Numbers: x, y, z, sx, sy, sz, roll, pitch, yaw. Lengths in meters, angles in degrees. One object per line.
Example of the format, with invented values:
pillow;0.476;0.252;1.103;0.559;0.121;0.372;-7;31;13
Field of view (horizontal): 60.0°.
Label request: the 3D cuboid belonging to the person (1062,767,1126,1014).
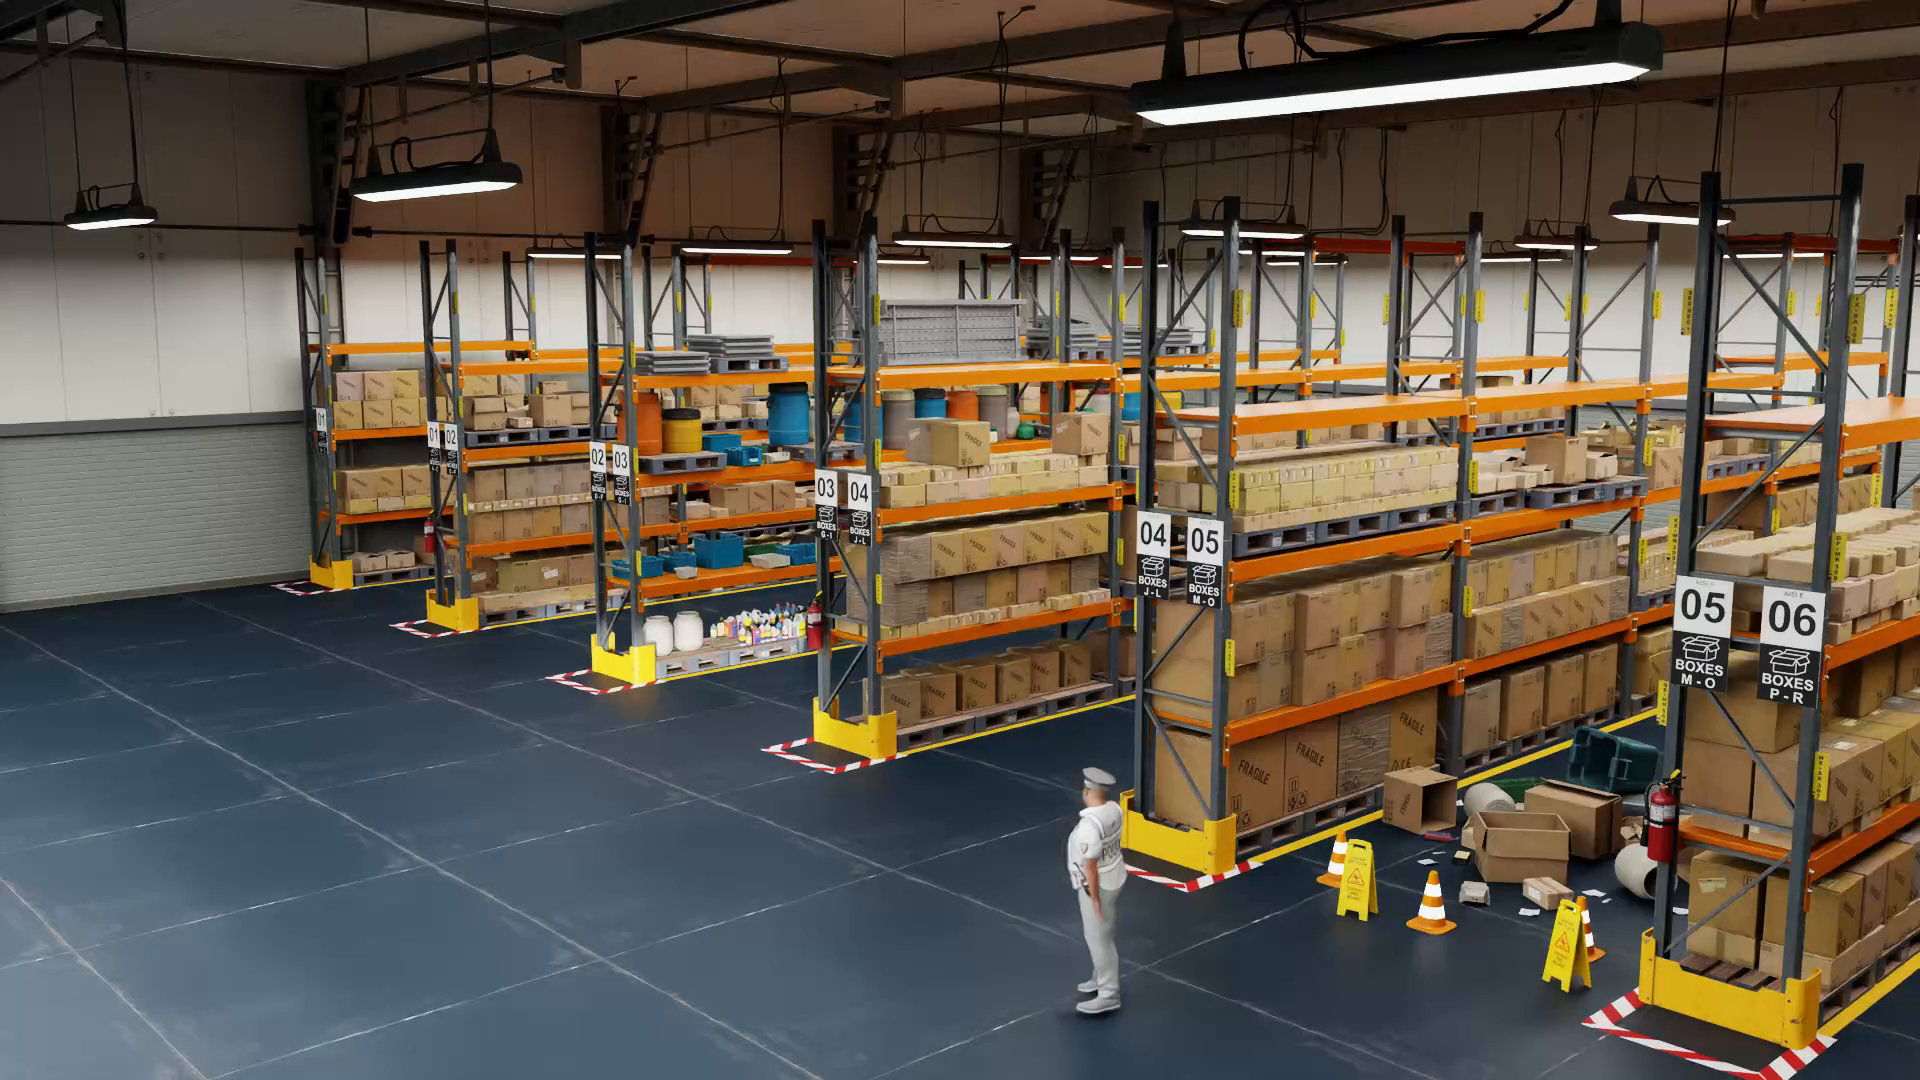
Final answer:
person;1.000;2.540;12.151;0.440;1.804;0.692;3;9;18
